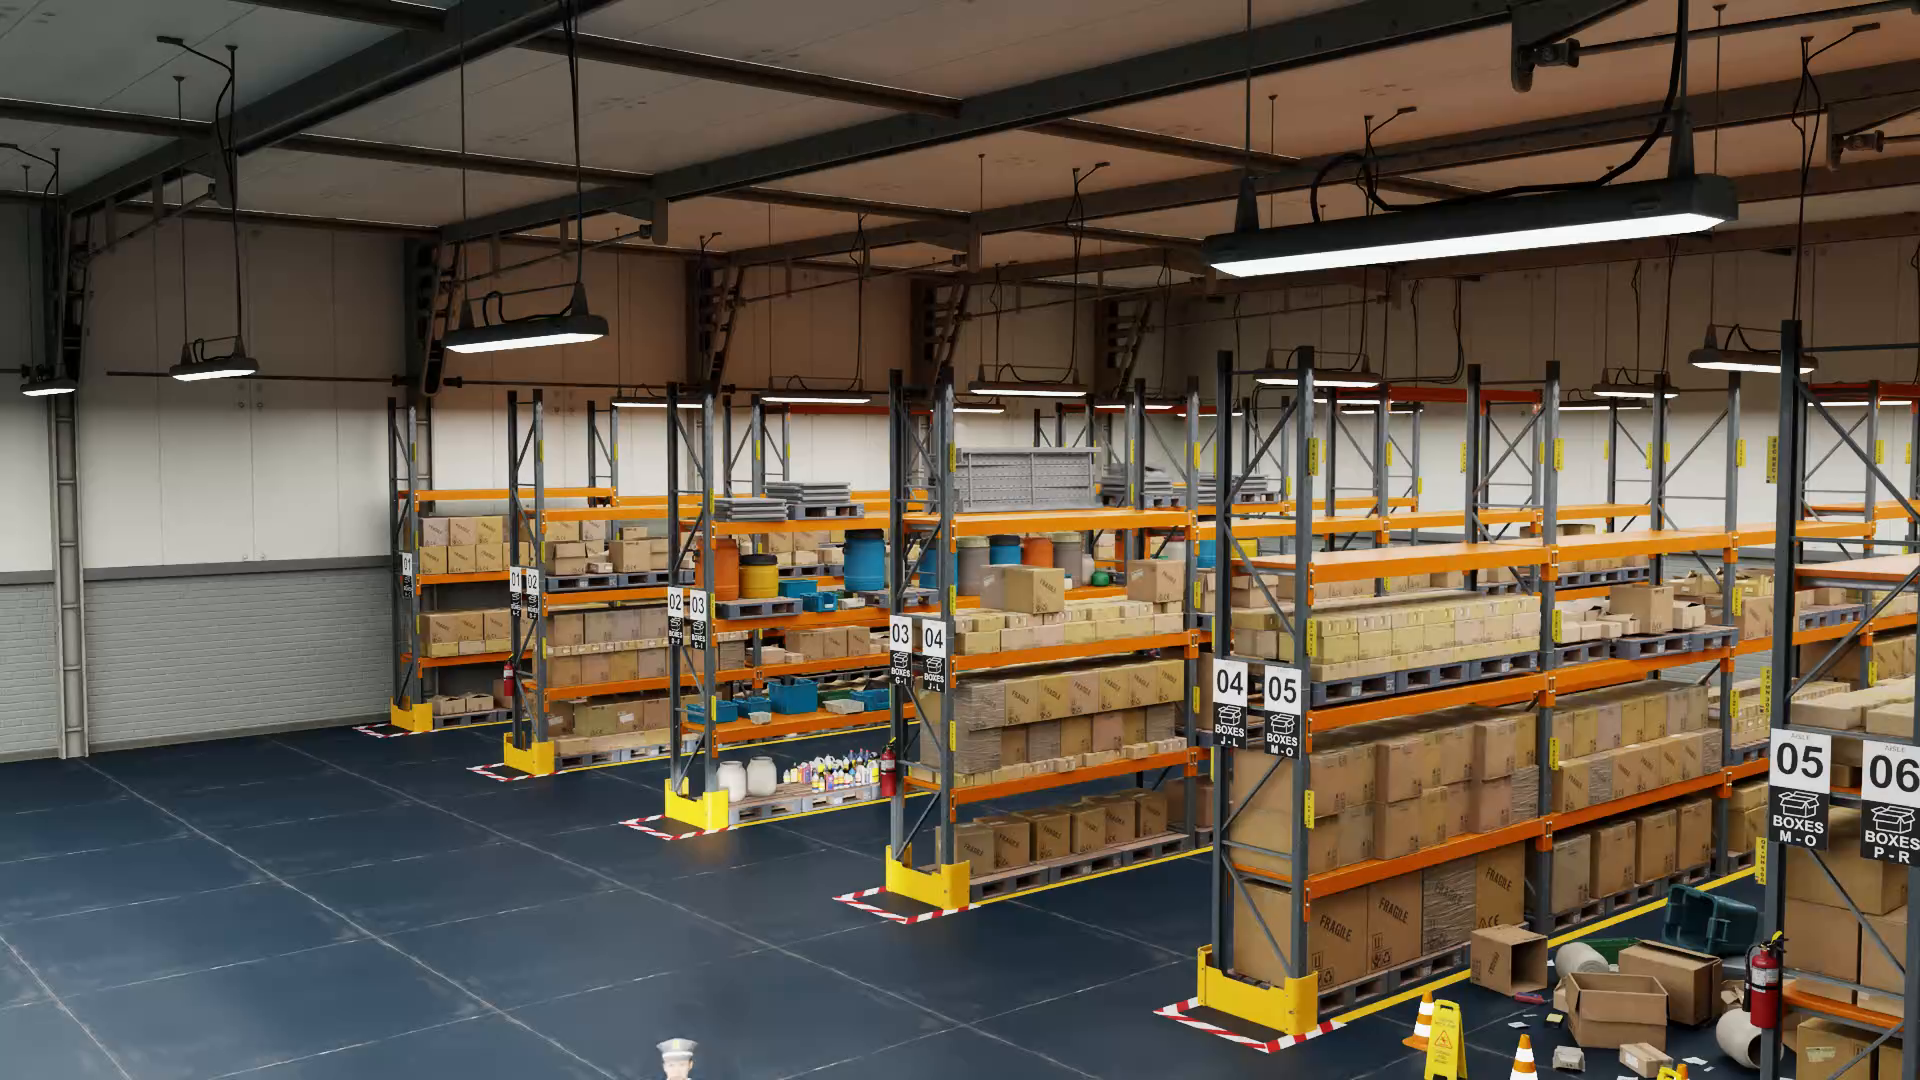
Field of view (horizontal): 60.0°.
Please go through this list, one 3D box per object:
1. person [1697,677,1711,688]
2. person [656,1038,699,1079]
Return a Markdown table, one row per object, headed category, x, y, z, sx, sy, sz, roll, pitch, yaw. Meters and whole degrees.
| category | x | y | z | sx | sy | sz | roll | pitch | yaw |
| --- | --- | --- | --- | --- | --- | --- | --- | --- | --- |
| person | 10.749 | 2.872 | 24.053 | 0.933 | 1.797 | 0.734 | -3 | 5 | -44 |
| person | -1.680 | 3.765 | 9.917 | 0.621 | 1.657 | 0.552 | 0 | 3 | -8 |
